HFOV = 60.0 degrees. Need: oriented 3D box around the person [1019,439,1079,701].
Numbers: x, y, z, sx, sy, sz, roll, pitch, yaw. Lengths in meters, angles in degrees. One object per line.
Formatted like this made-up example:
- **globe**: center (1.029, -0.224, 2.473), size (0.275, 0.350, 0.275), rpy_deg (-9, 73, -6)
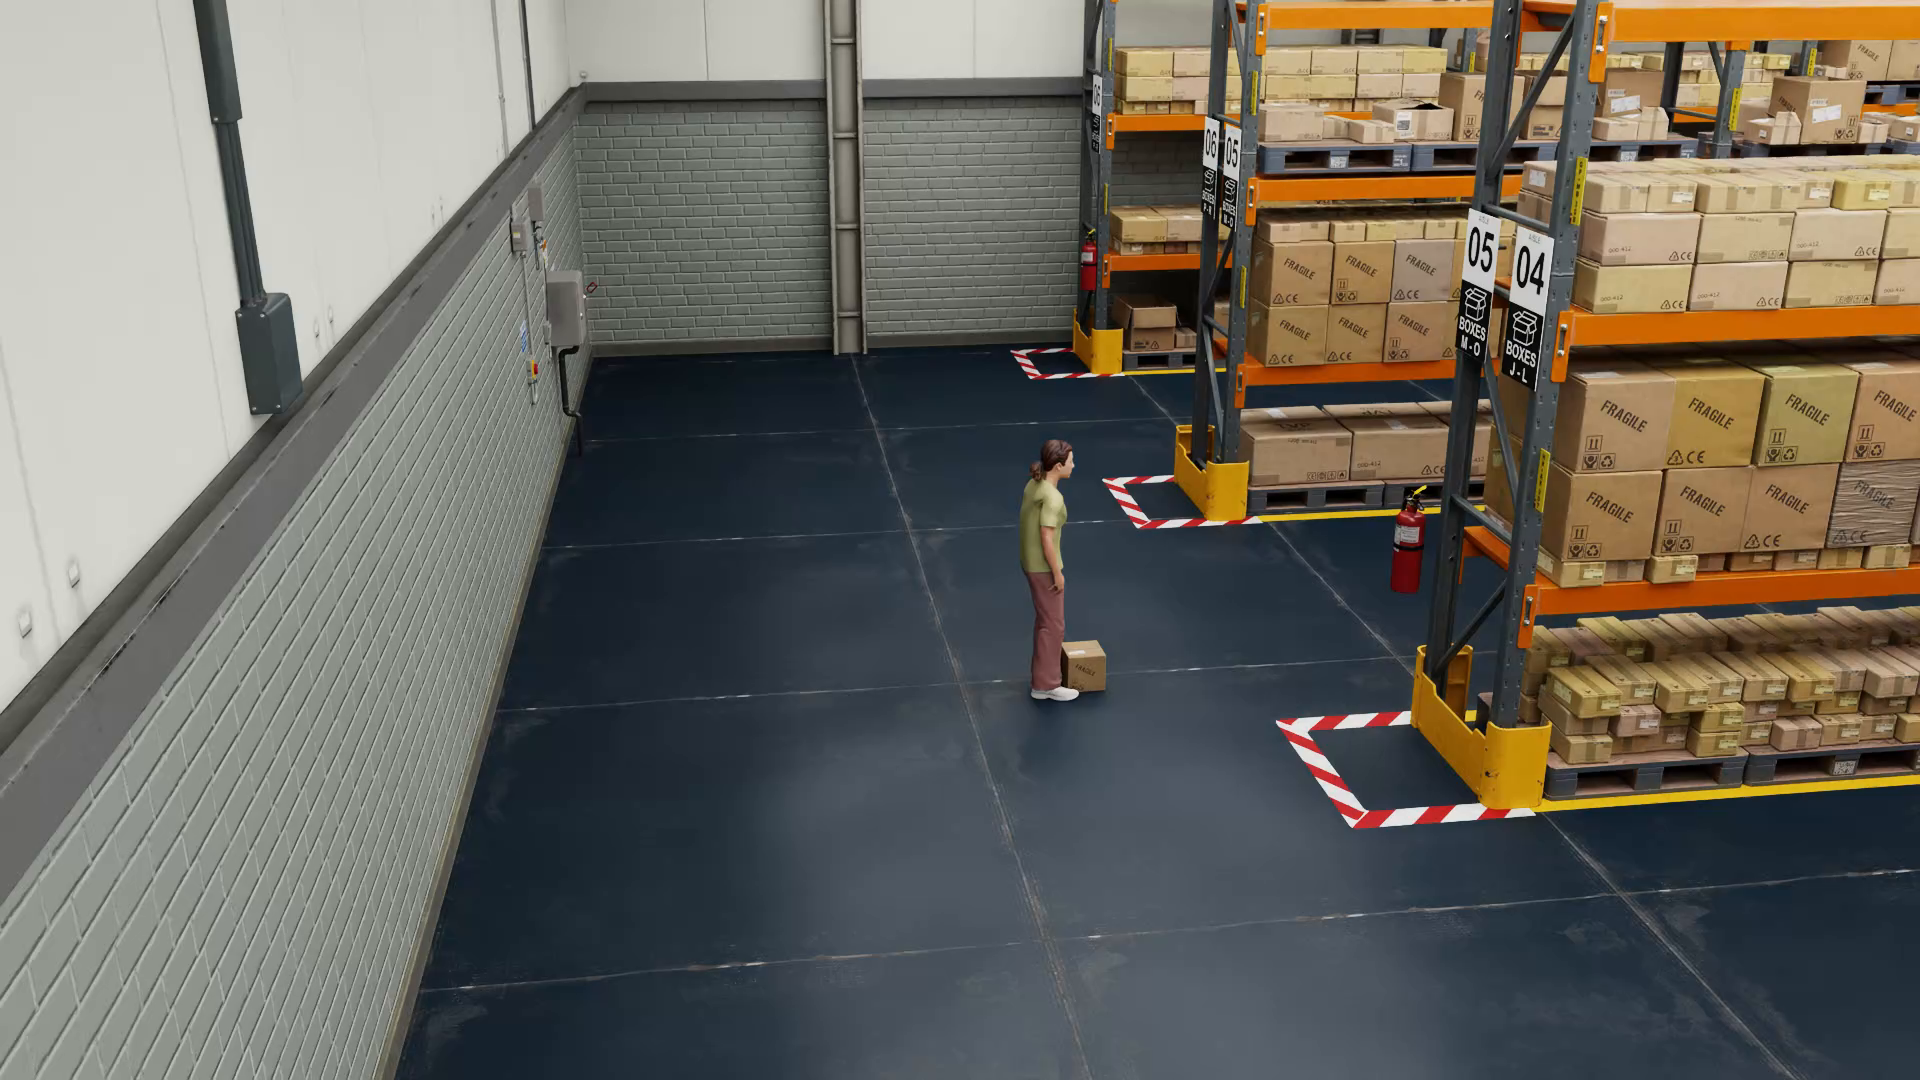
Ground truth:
- **person**: center (0.585, 0.170, 10.610), size (0.407, 1.673, 0.517), rpy_deg (-4, 20, -10)
